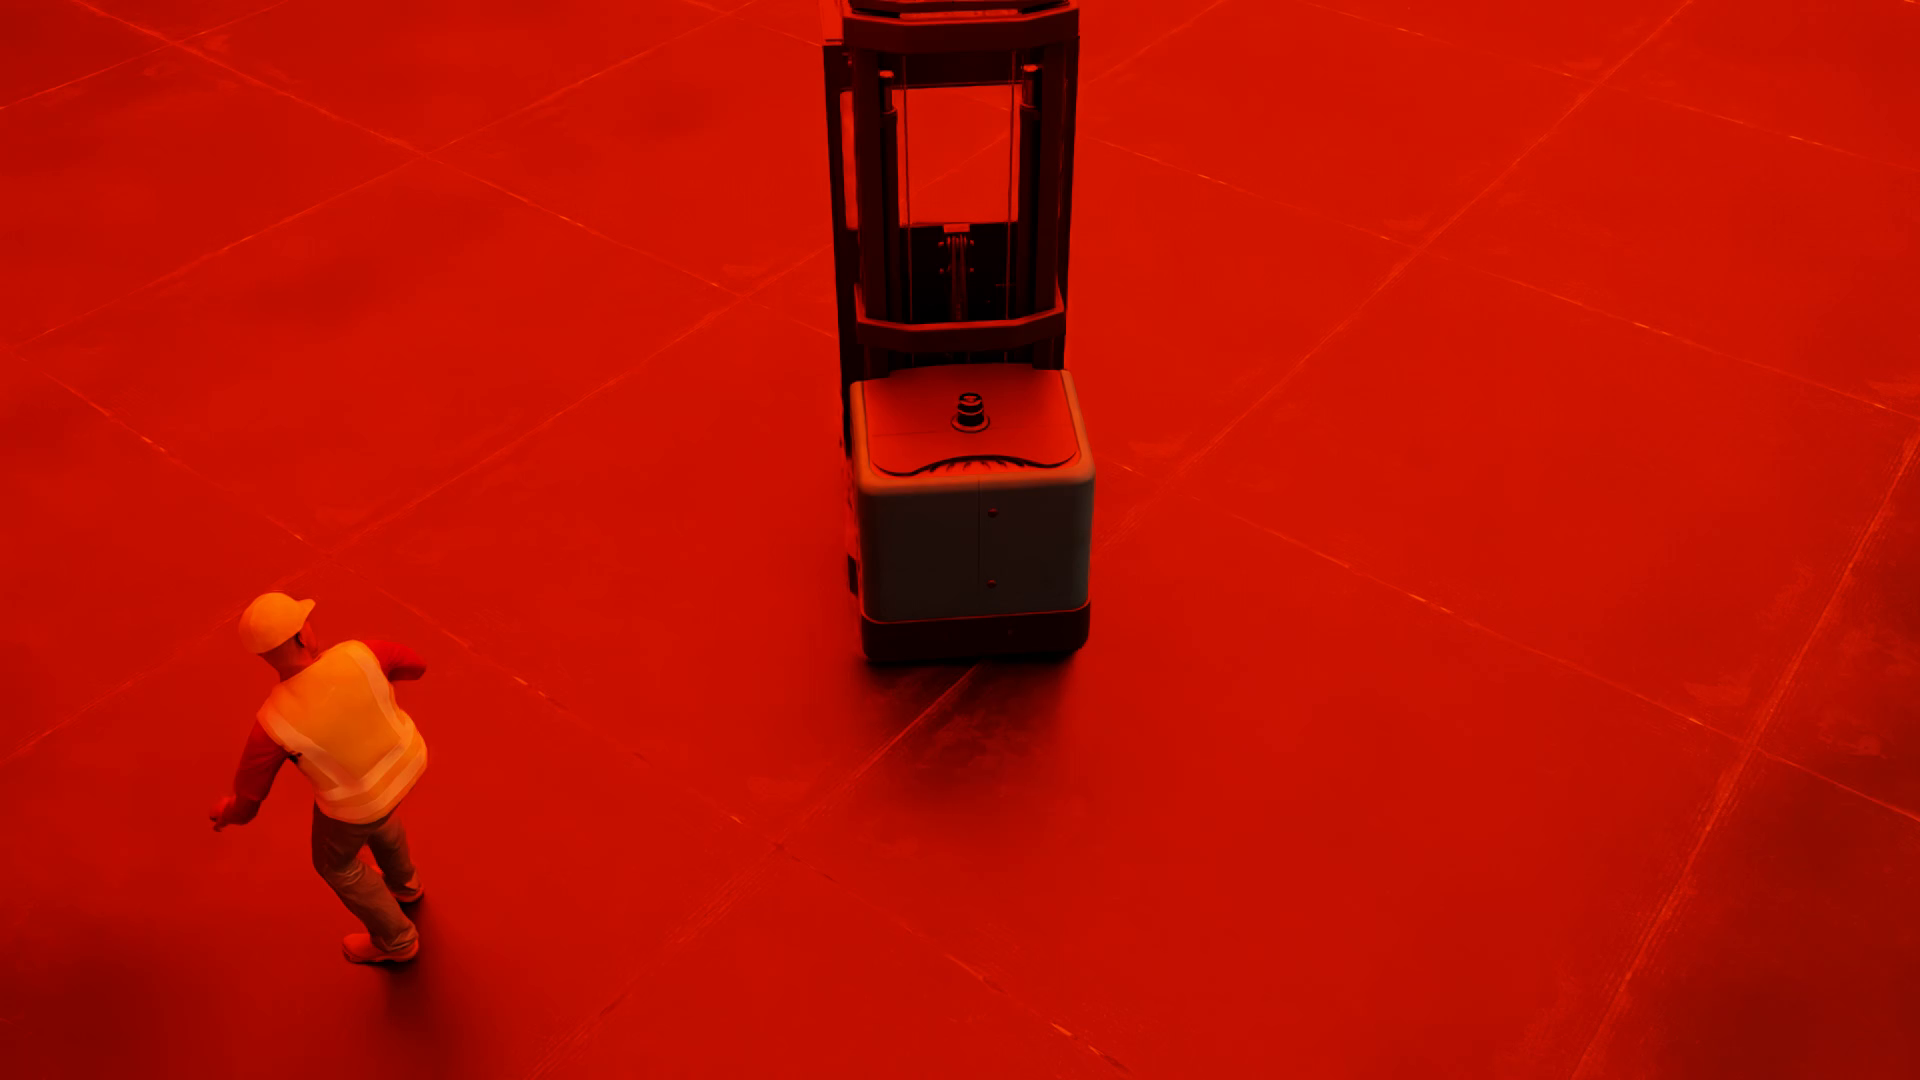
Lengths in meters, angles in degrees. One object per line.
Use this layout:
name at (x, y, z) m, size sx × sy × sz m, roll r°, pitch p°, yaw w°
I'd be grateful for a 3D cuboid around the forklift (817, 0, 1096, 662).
forklift at (-0.064, -1.510, 7.845) m, size 1.130 × 2.935 × 3.031 m, roll -4°, pitch 41°, yaw -4°

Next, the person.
person at (-2.273, 0.860, 6.047) m, size 0.578 × 1.697 × 0.823 m, roll 19°, pitch 44°, yaw 21°
